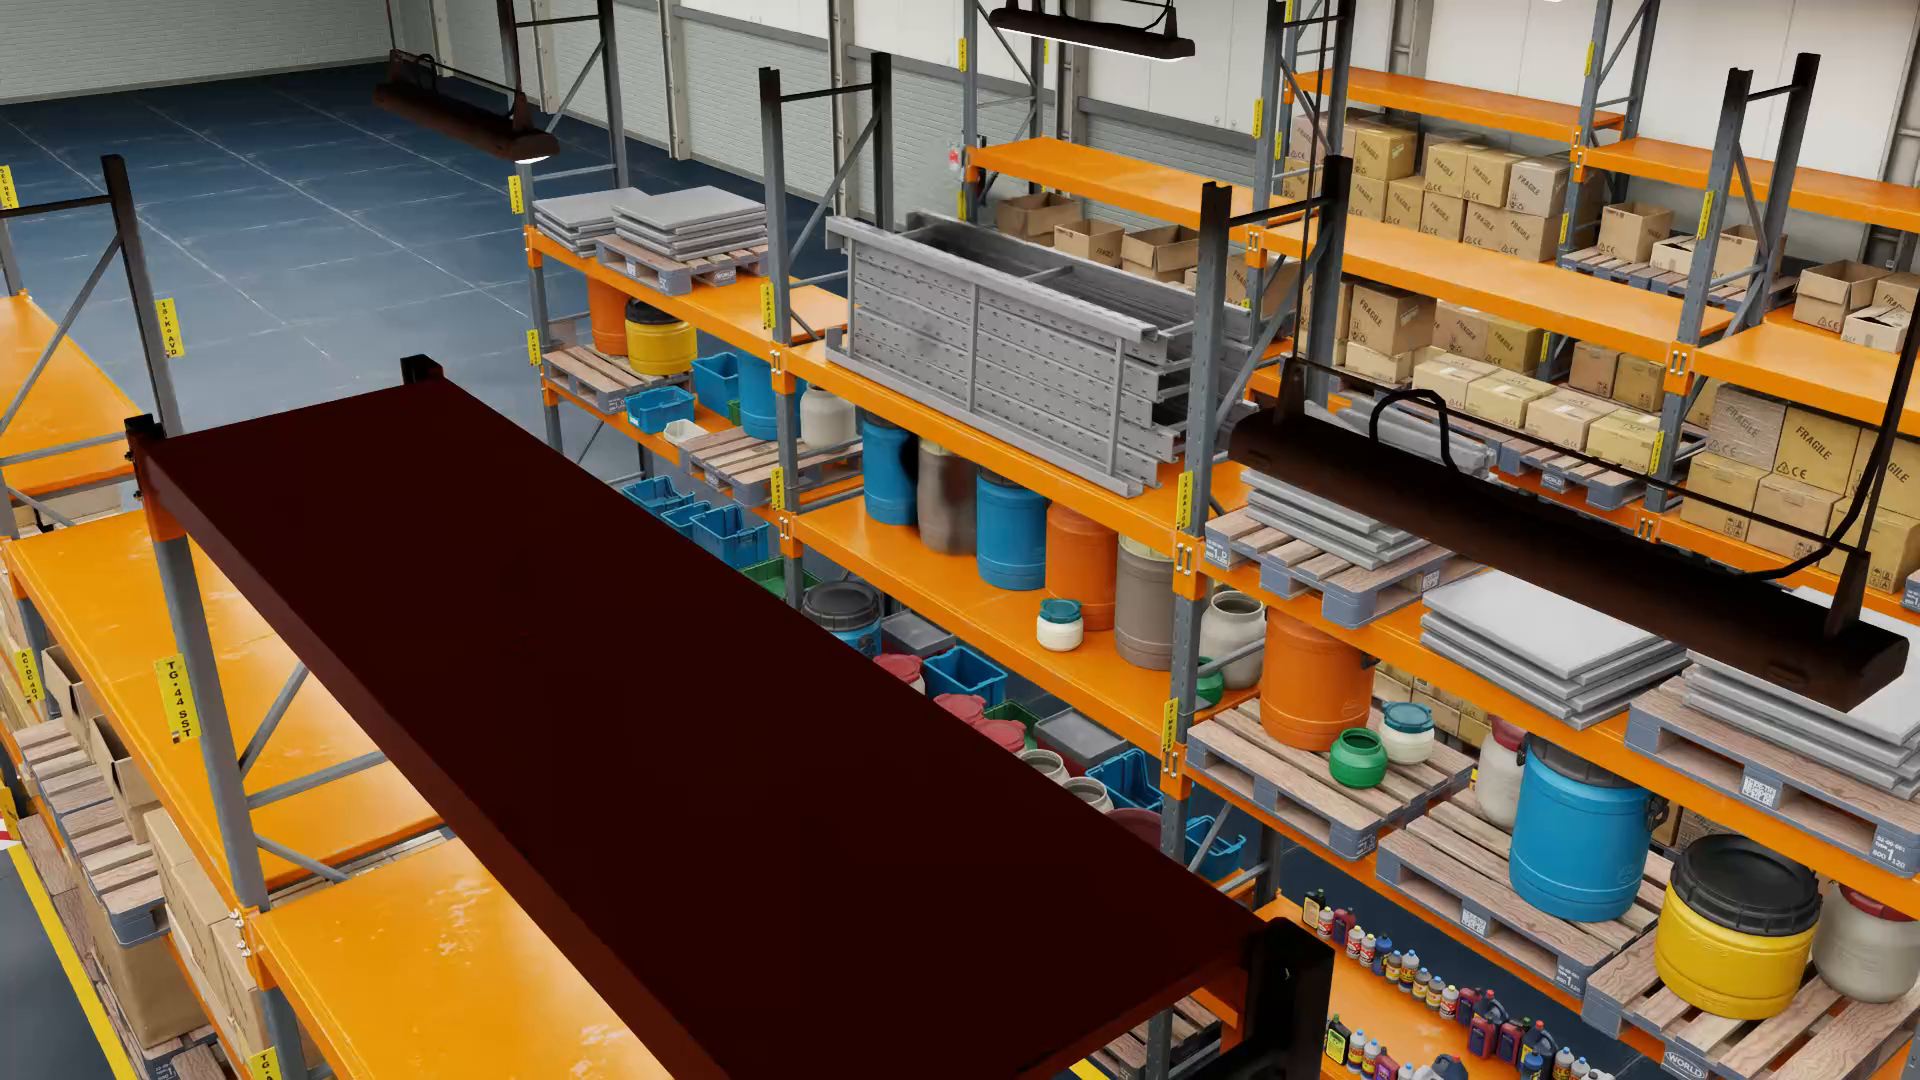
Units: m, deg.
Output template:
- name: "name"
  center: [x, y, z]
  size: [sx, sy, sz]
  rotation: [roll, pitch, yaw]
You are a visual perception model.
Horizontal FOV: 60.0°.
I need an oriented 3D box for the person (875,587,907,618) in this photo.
- name: "person"
  center: [-0.628, 0.404, 15.488]
  size: [0.639, 1.707, 0.640]
  rotation: [-13, 29, -26]
